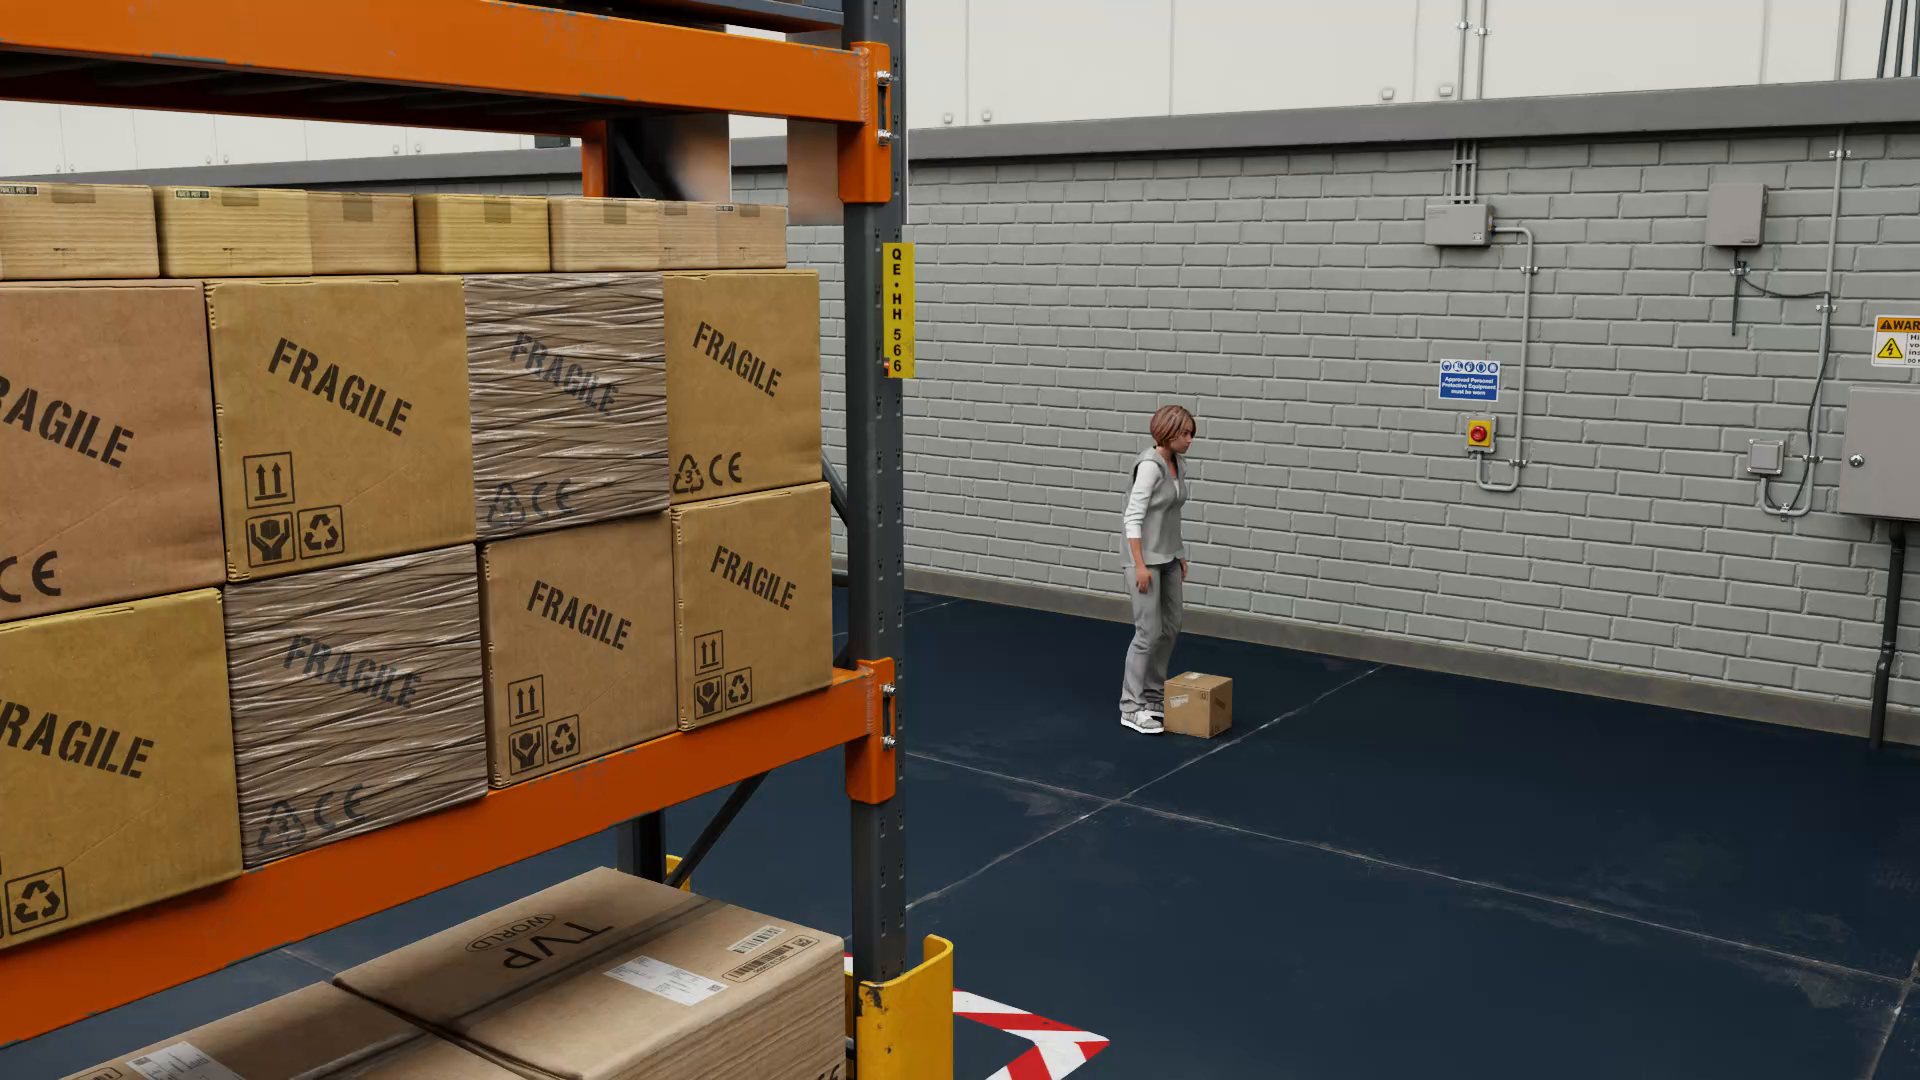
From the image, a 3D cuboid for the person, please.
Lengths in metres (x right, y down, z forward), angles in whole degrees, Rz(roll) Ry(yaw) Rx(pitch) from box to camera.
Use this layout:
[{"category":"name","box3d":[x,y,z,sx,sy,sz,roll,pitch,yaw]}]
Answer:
[{"category":"person","box3d":[0.974,0.127,8.217,0.348,1.592,0.465,7,12,35]}]
